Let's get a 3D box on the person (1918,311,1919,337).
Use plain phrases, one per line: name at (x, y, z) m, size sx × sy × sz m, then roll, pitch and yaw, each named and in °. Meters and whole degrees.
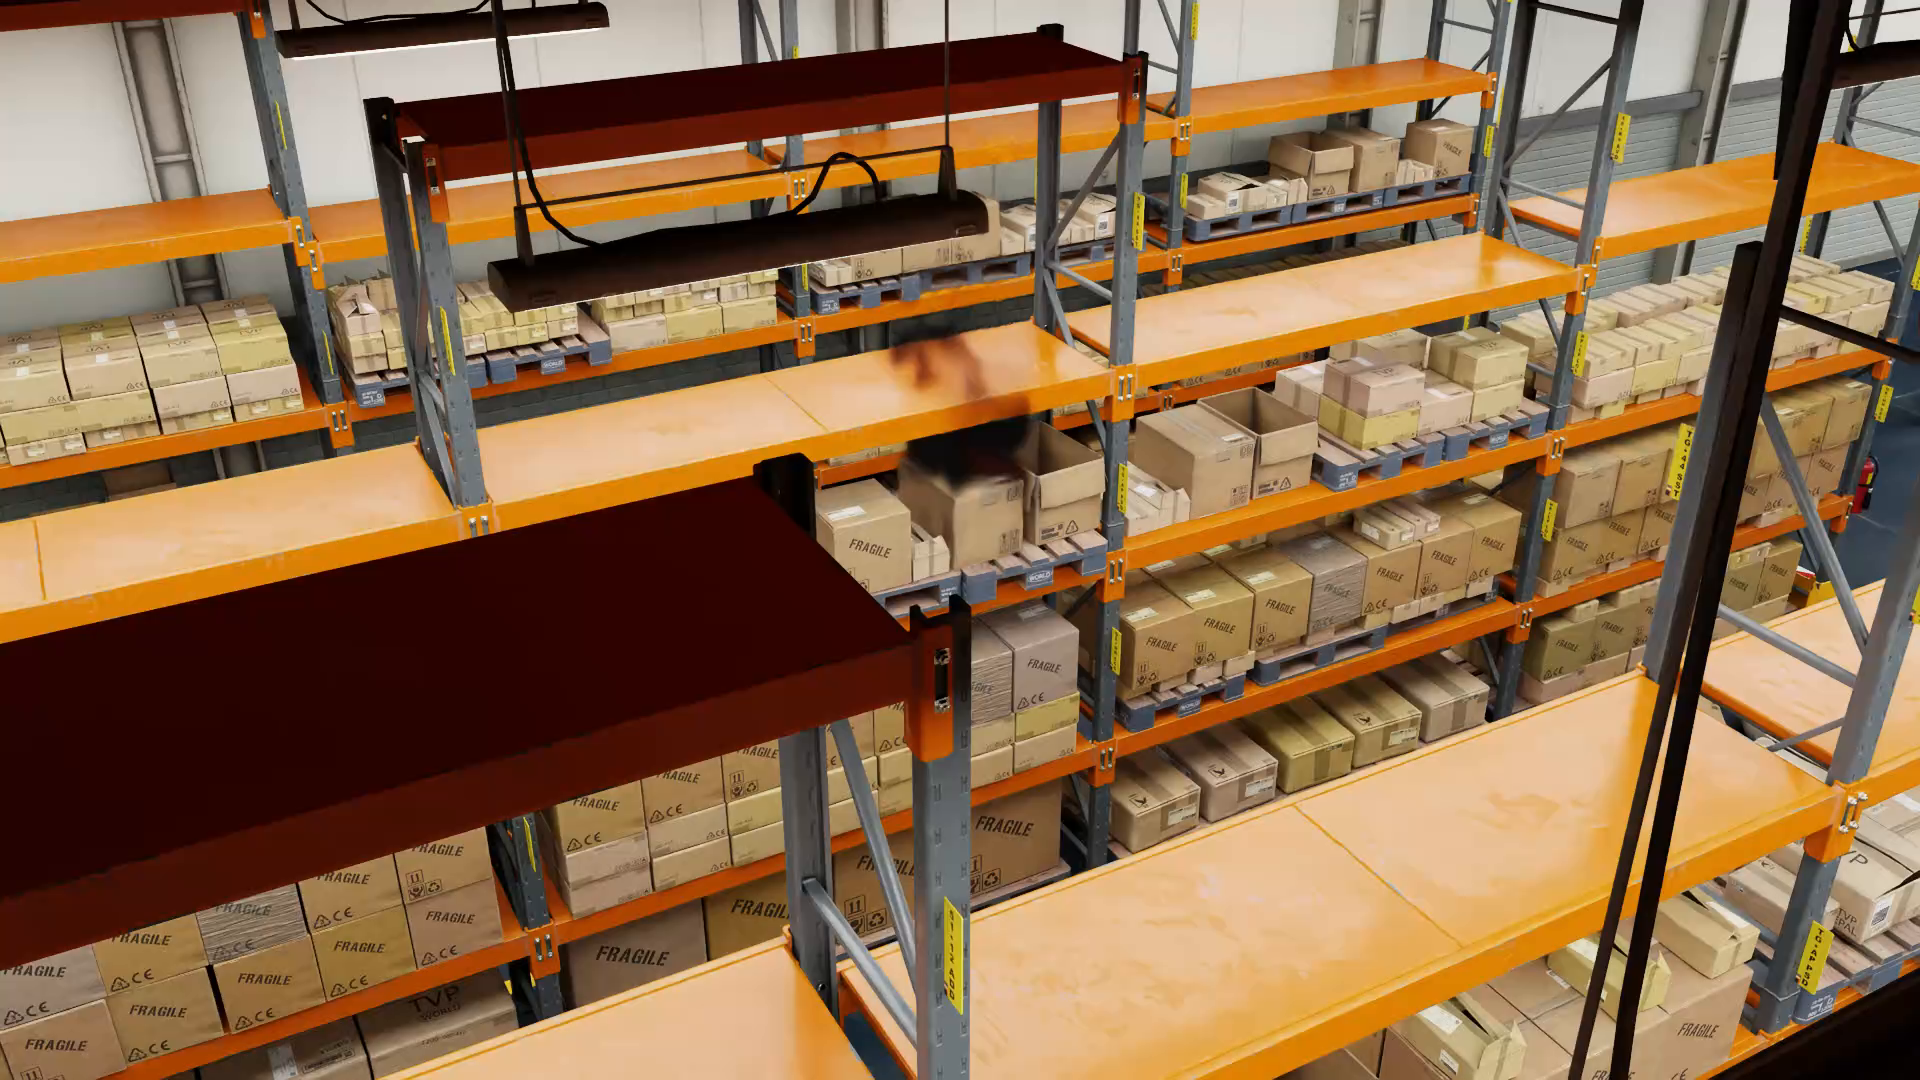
person at (11.586, -2.339, 19.590) m, size 0.593 × 1.653 × 0.934 m, roll 23°, pitch 36°, yaw 37°
